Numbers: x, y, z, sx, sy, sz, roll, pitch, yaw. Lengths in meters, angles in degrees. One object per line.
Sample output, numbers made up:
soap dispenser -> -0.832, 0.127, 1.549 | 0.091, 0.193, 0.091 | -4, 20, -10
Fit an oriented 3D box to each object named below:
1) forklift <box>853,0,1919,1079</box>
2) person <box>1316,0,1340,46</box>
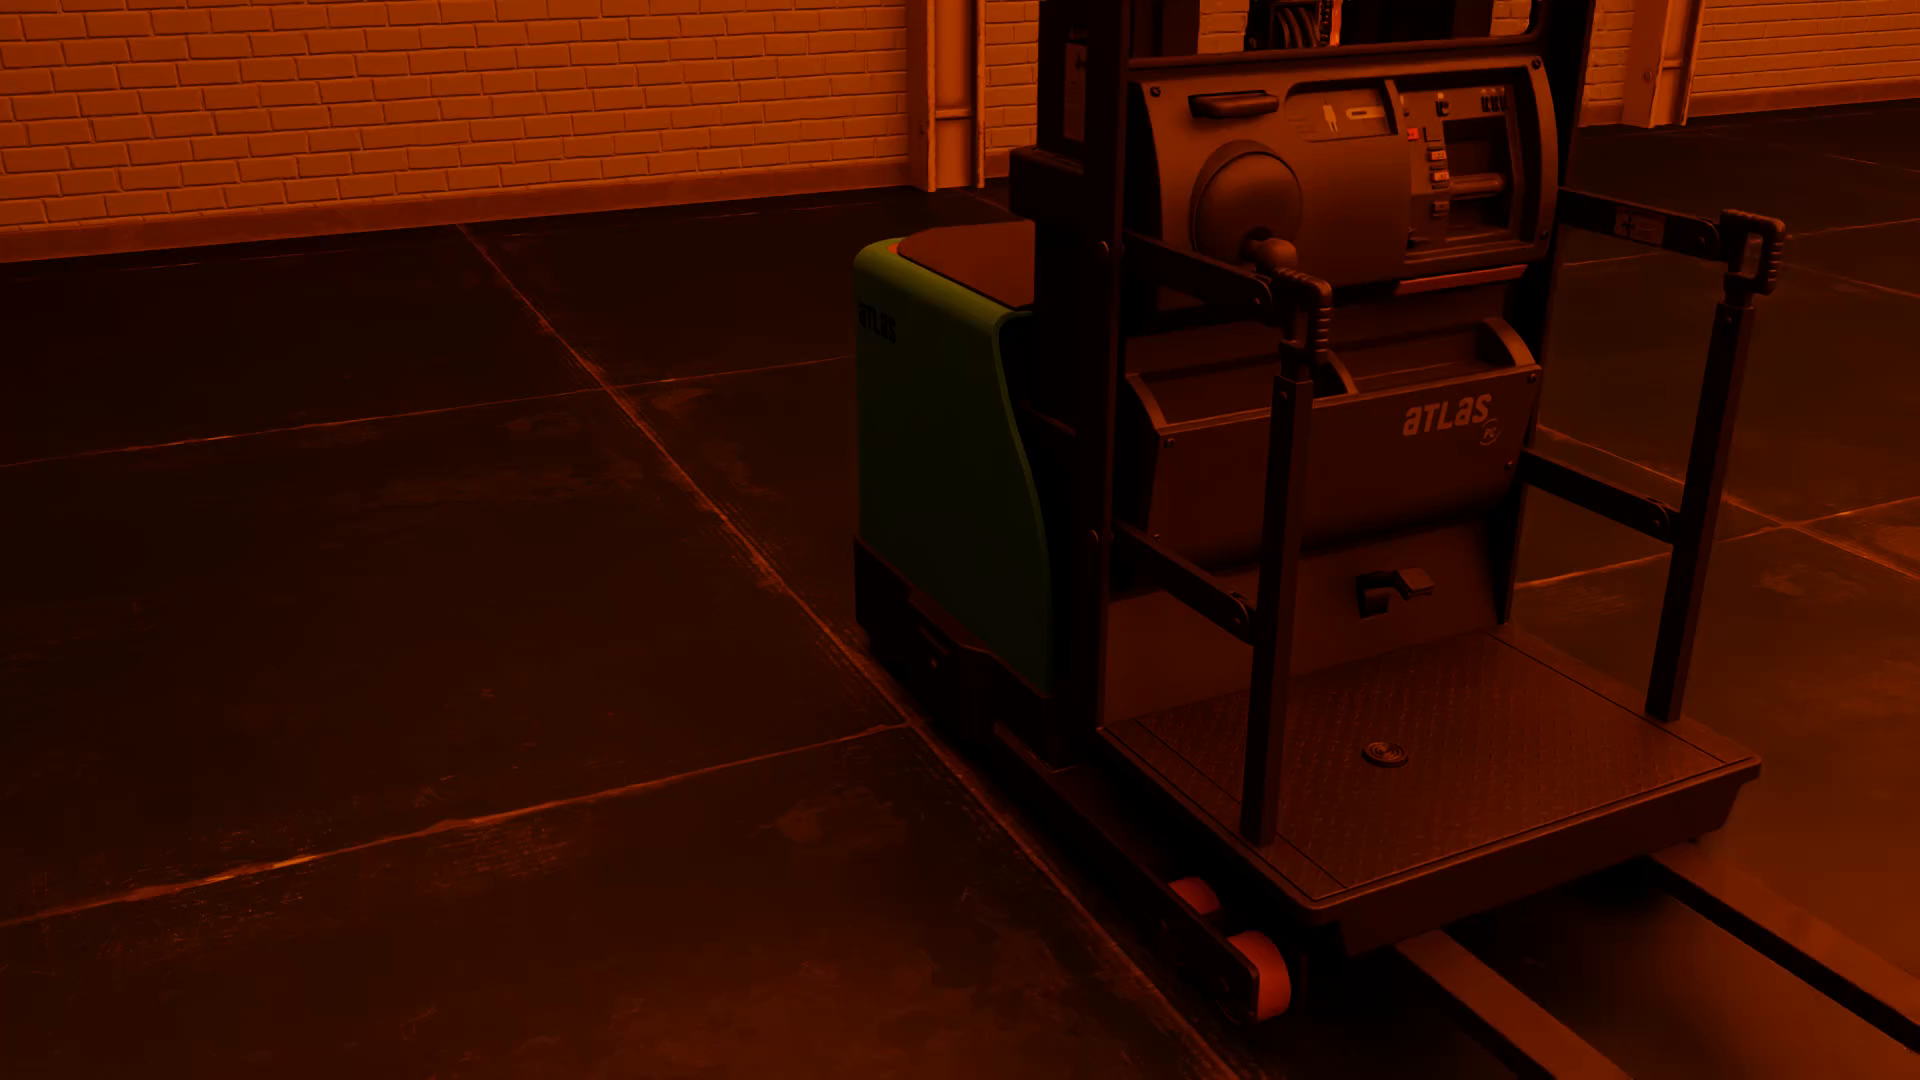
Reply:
forklift -> 0.840, -0.674, 2.908 | 1.130, 2.935, 3.031 | -11, 25, -25
person -> 1.256, -0.991, 5.584 | 1.003, 1.628, 0.503 | -4, 23, -9
